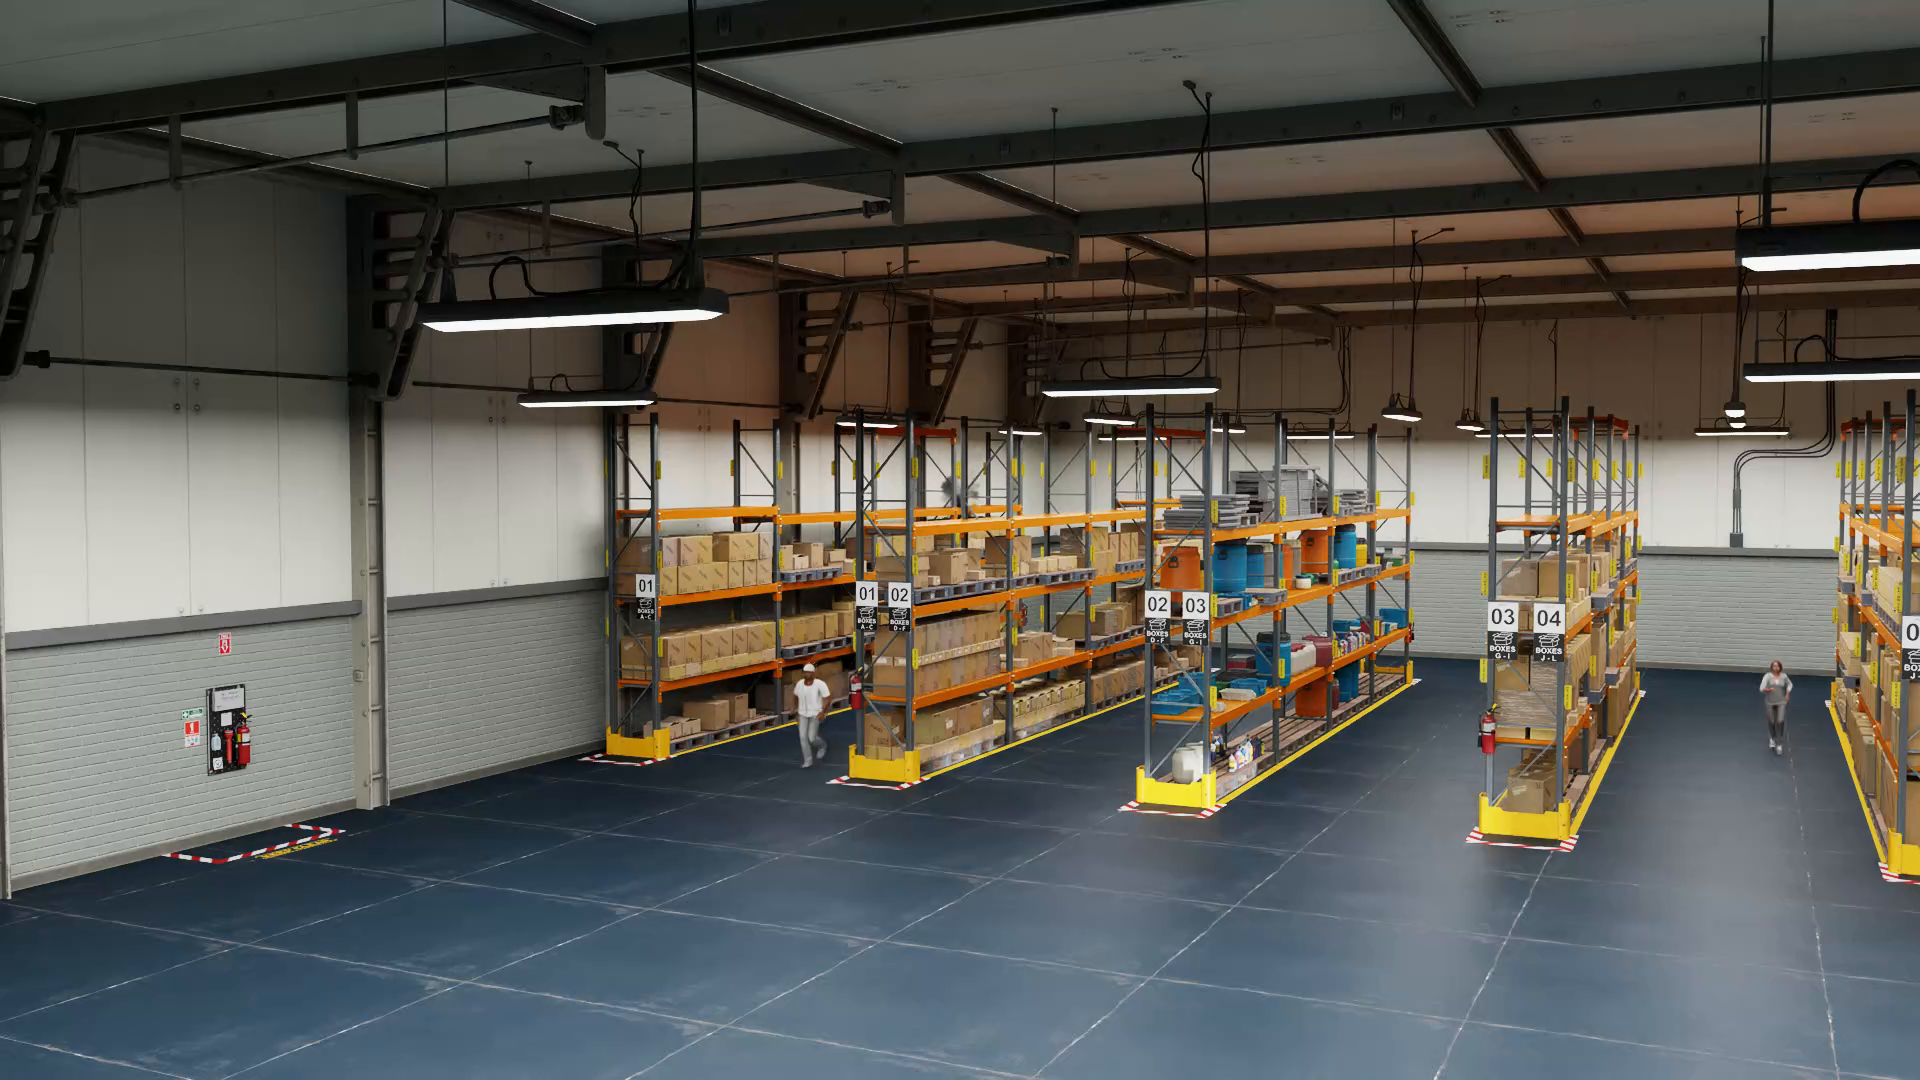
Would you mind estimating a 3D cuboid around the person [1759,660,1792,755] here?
[{"bbox_3d":[14.480,2.940,29.529,0.526,1.624,0.787,1,3,25],"label":"person"}]

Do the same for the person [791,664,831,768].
[{"bbox_3d":[-2.520,2.957,28.184,0.720,1.743,0.700,1,3,20],"label":"person"}]
